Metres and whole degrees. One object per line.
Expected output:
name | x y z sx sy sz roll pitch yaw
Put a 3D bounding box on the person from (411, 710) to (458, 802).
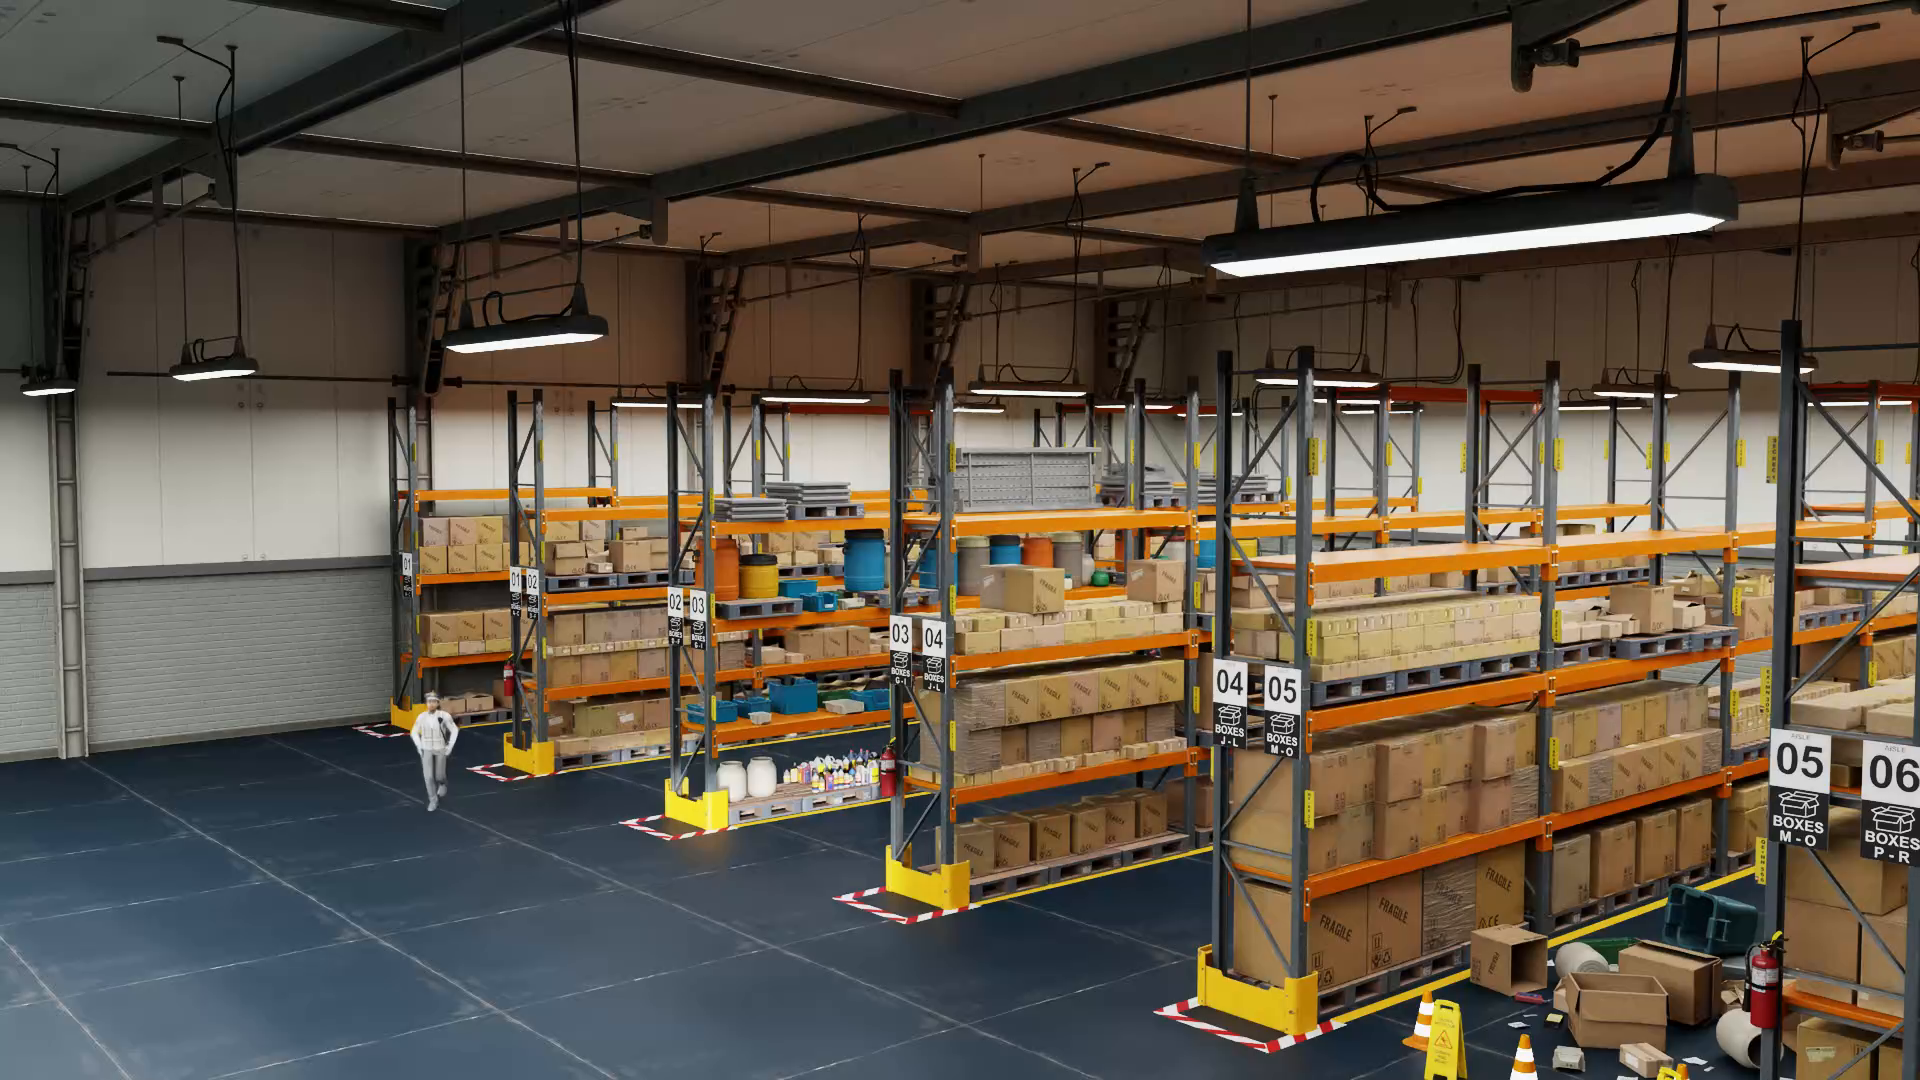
person | -7.452 3.052 23.605 0.647 1.337 0.535 -1 3 -11
